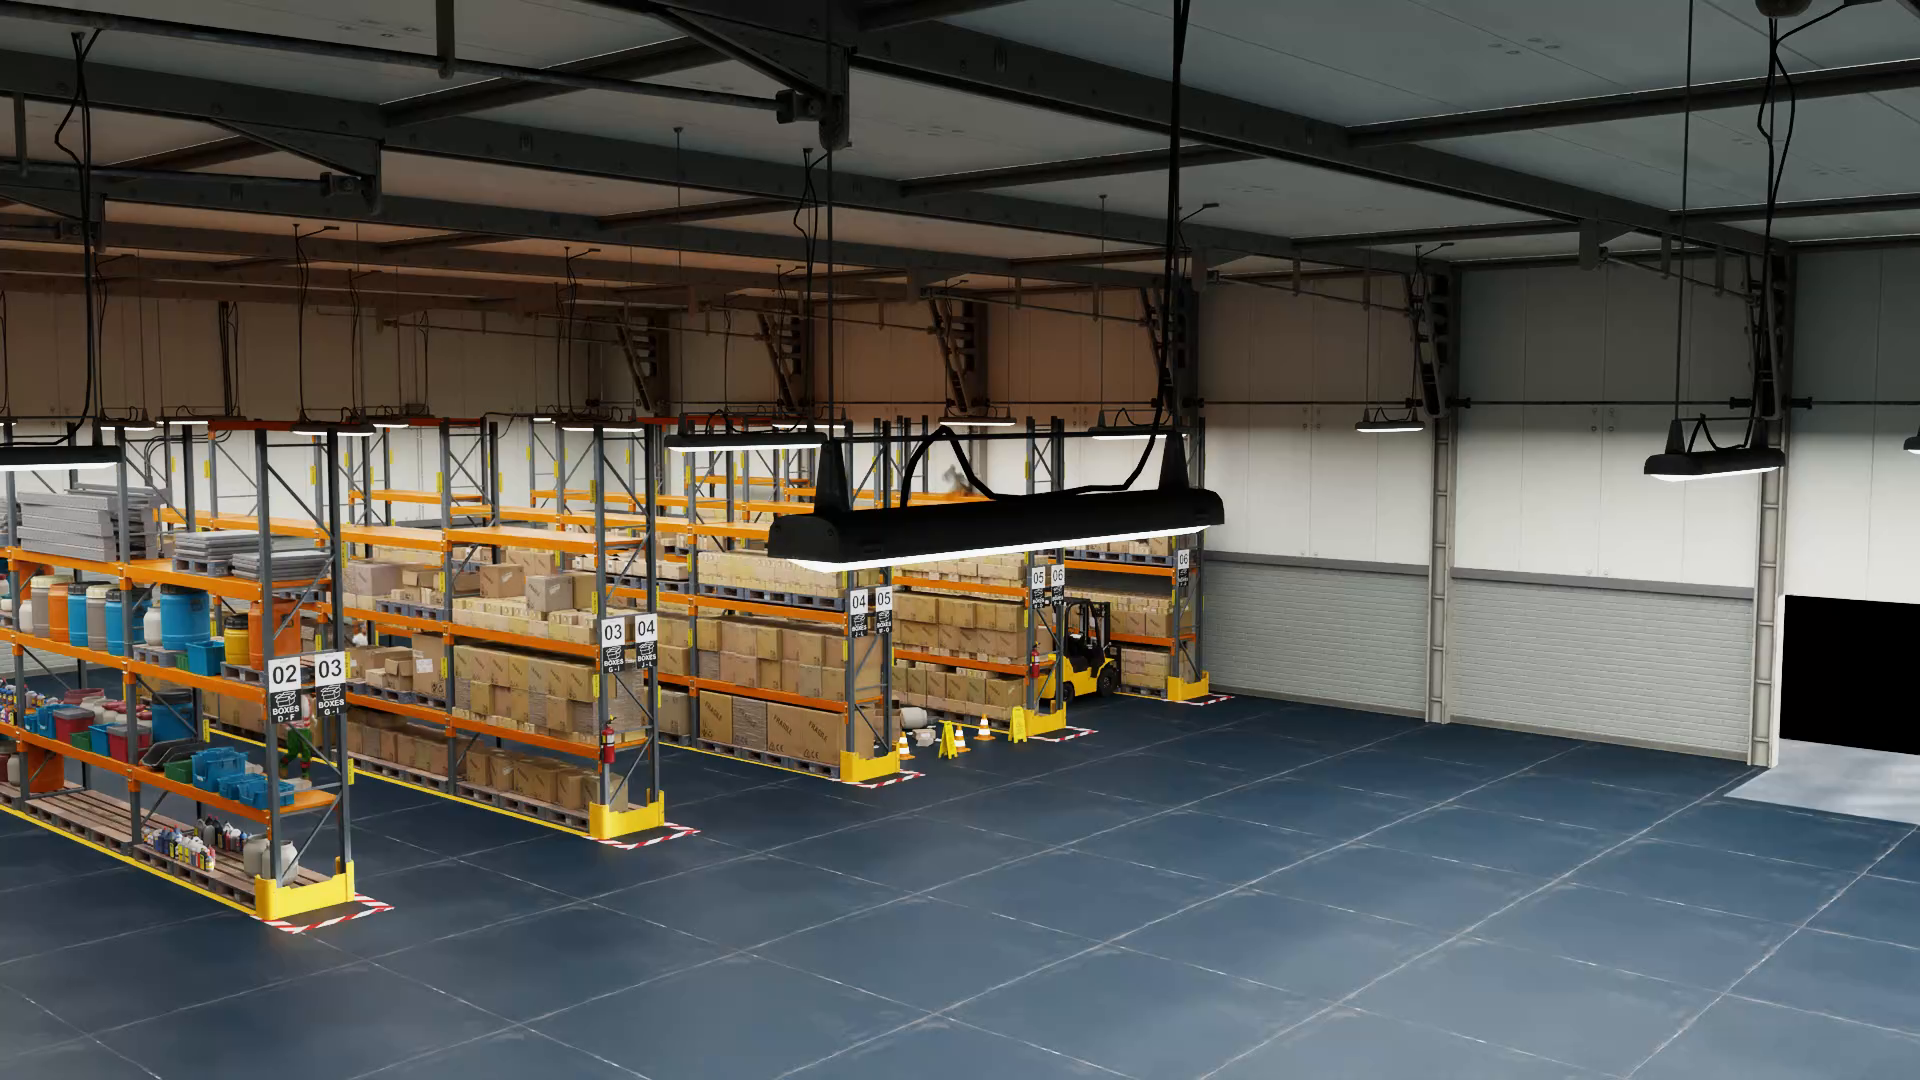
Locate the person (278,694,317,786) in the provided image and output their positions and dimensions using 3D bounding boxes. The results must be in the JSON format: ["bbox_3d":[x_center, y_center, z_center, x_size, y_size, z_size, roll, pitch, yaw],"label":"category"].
[{"bbox_3d":[-11.002,3.150,27.607,0.839,1.792,0.686,4,6,37],"label":"person"}]

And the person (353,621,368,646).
[{"bbox_3d":[-12.609,2.562,35.237,0.685,1.706,0.579,3,6,31],"label":"person"}]
